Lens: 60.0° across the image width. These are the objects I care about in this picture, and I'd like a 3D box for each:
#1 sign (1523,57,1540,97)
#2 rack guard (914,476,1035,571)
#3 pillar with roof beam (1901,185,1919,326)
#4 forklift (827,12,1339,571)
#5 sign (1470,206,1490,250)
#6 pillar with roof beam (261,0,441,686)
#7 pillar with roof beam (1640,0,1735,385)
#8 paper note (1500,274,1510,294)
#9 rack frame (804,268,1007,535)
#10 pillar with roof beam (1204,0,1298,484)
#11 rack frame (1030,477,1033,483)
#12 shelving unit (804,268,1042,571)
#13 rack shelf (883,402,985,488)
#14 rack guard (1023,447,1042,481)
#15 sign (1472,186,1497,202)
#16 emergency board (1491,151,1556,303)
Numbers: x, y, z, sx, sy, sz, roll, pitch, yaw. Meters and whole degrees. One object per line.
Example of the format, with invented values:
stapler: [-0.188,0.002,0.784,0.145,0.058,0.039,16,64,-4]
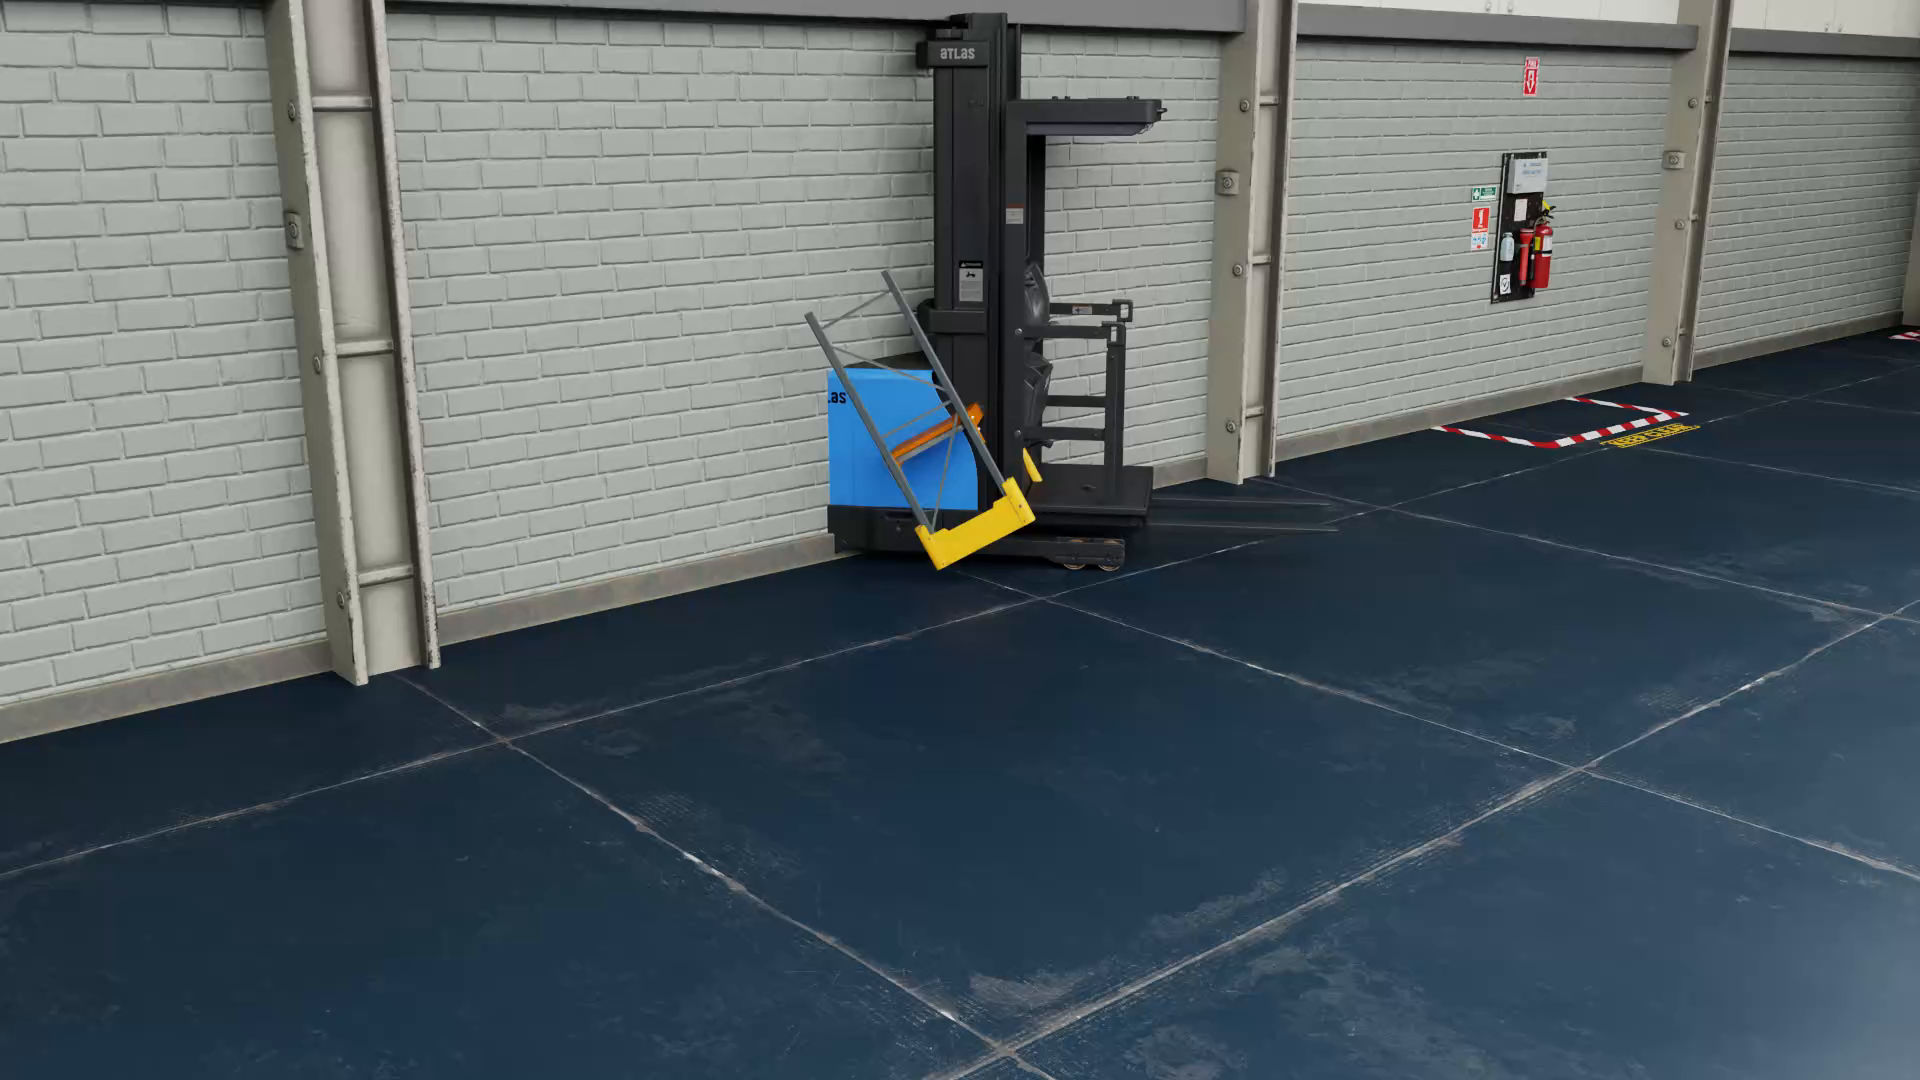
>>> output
sign: [4.475,-3.628,13.029,0.199,0.298,0.001,-13,19,-39]
rack guard: [0.078,-0.086,8.733,0.587,0.250,0.087,-27,8,11]
pillar with roof beam: [13.788,-5.978,14.694,0.400,9.000,9.100,-13,19,-39]
forklift: [0.617,-1.393,9.285,3.031,2.935,1.130,2,15,8]
sign: [4.062,-2.434,12.981,0.234,0.329,0.001,-13,19,-39]
pillar with roof beam: [0.209,-2.929,3.278,0.400,9.000,9.100,-13,19,-39]
pillar with roof beam: [9.262,-4.962,10.889,0.400,9.000,9.100,-13,19,-39]
paper note: [4.368,-2.048,13.313,0.142,0.148,0.016,-13,19,-39]
rack frame: [-0.224,-0.623,8.629,0.500,1.500,0.032,-27,8,11]
pillar with roof beam: [4.736,-3.945,7.083,0.400,9.000,9.100,-13,19,-39]
rack frame: [-0.123,-0.835,9.618,0.500,1.500,0.032,-27,8,11]
shelving unit: [-0.173,-0.731,9.132,0.587,1.500,1.083,-27,8,11]
rack shelf: [-0.087,-0.573,9.148,0.538,0.185,1.000,-27,8,11]
rack guard: [0.177,-0.293,9.702,0.587,0.250,0.087,-27,8,11]
sign: [4.071,-2.689,12.909,0.331,0.109,0.001,-13,19,-39]
emergency board: [4.547,-2.490,13.261,0.643,1.169,0.194,-13,19,-39]
